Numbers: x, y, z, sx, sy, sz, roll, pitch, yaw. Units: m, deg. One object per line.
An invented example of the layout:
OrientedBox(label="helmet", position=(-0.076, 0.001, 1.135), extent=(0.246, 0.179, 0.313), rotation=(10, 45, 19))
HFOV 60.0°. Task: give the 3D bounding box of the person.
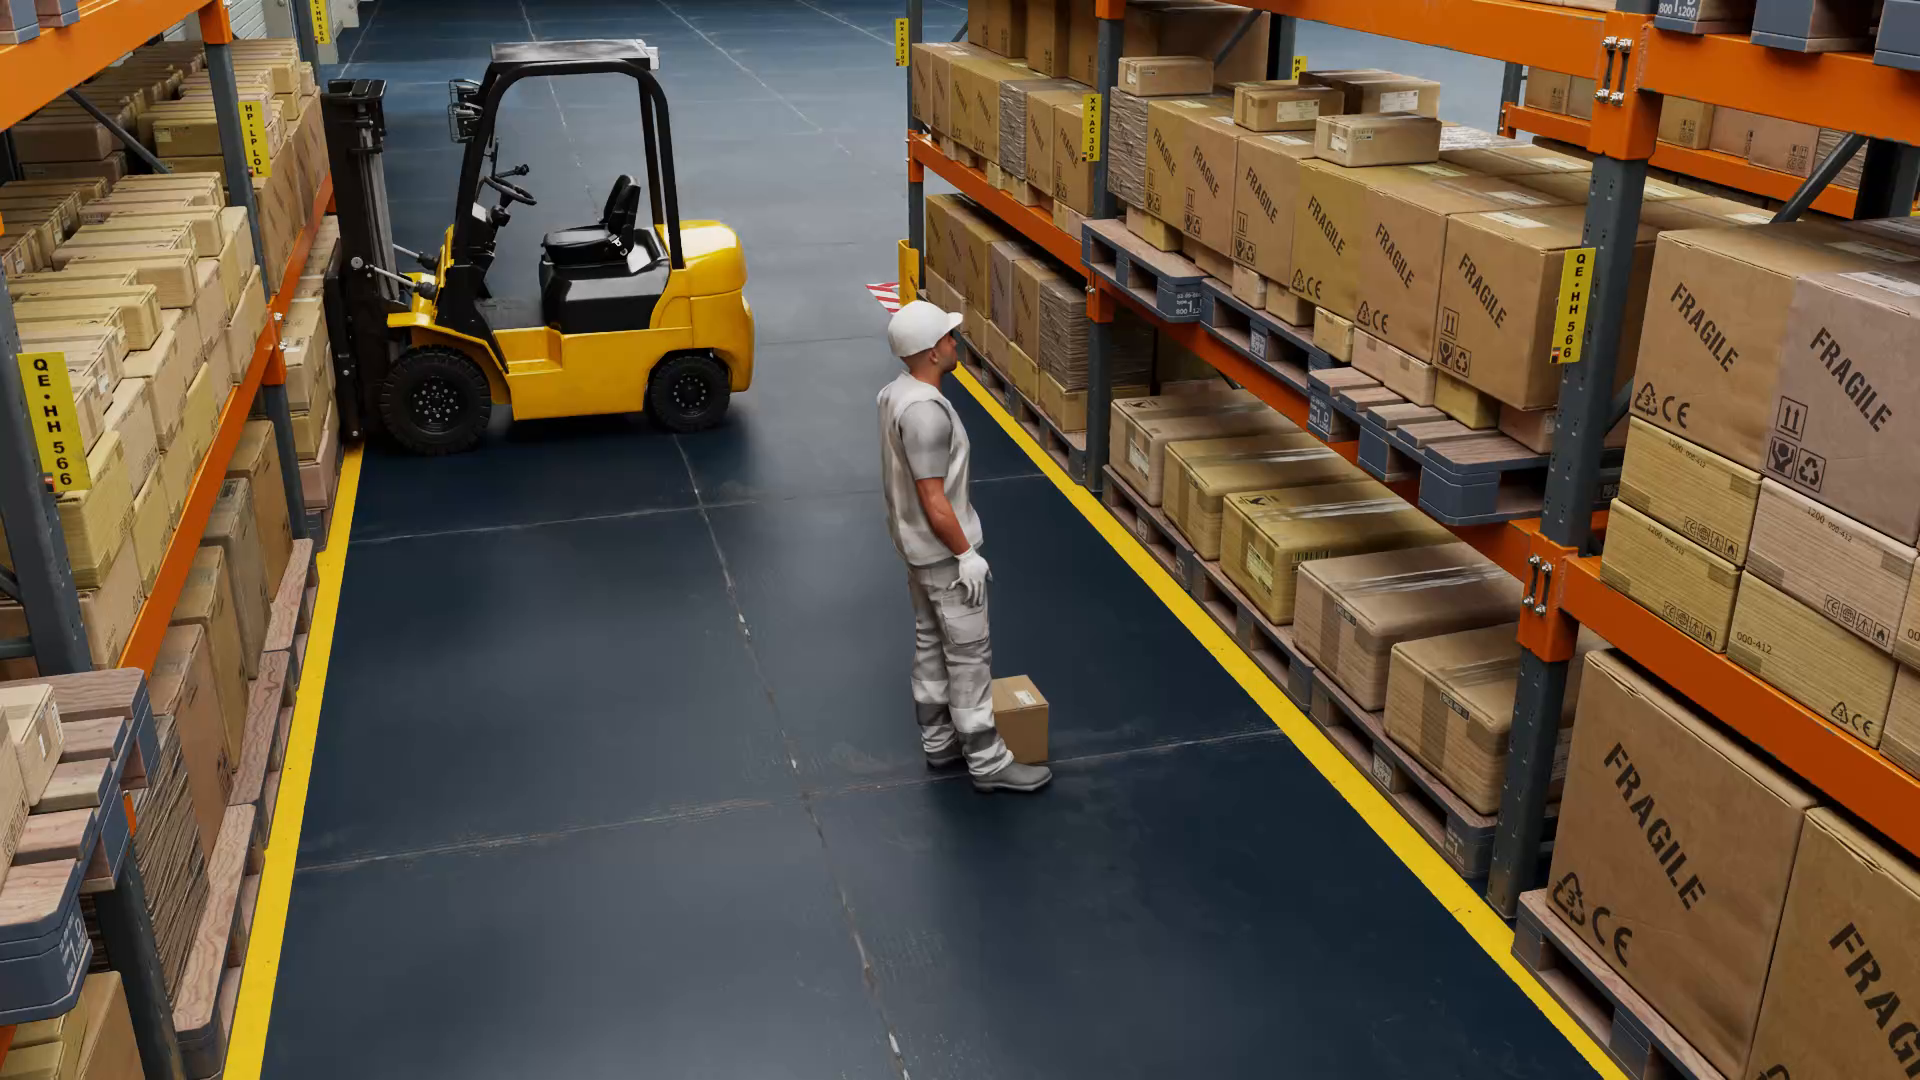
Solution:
OrientedBox(label="person", position=(0.003, 0.015, 6.003), extent=(0.565, 1.787, 0.637), rotation=(-6, 23, -14))
